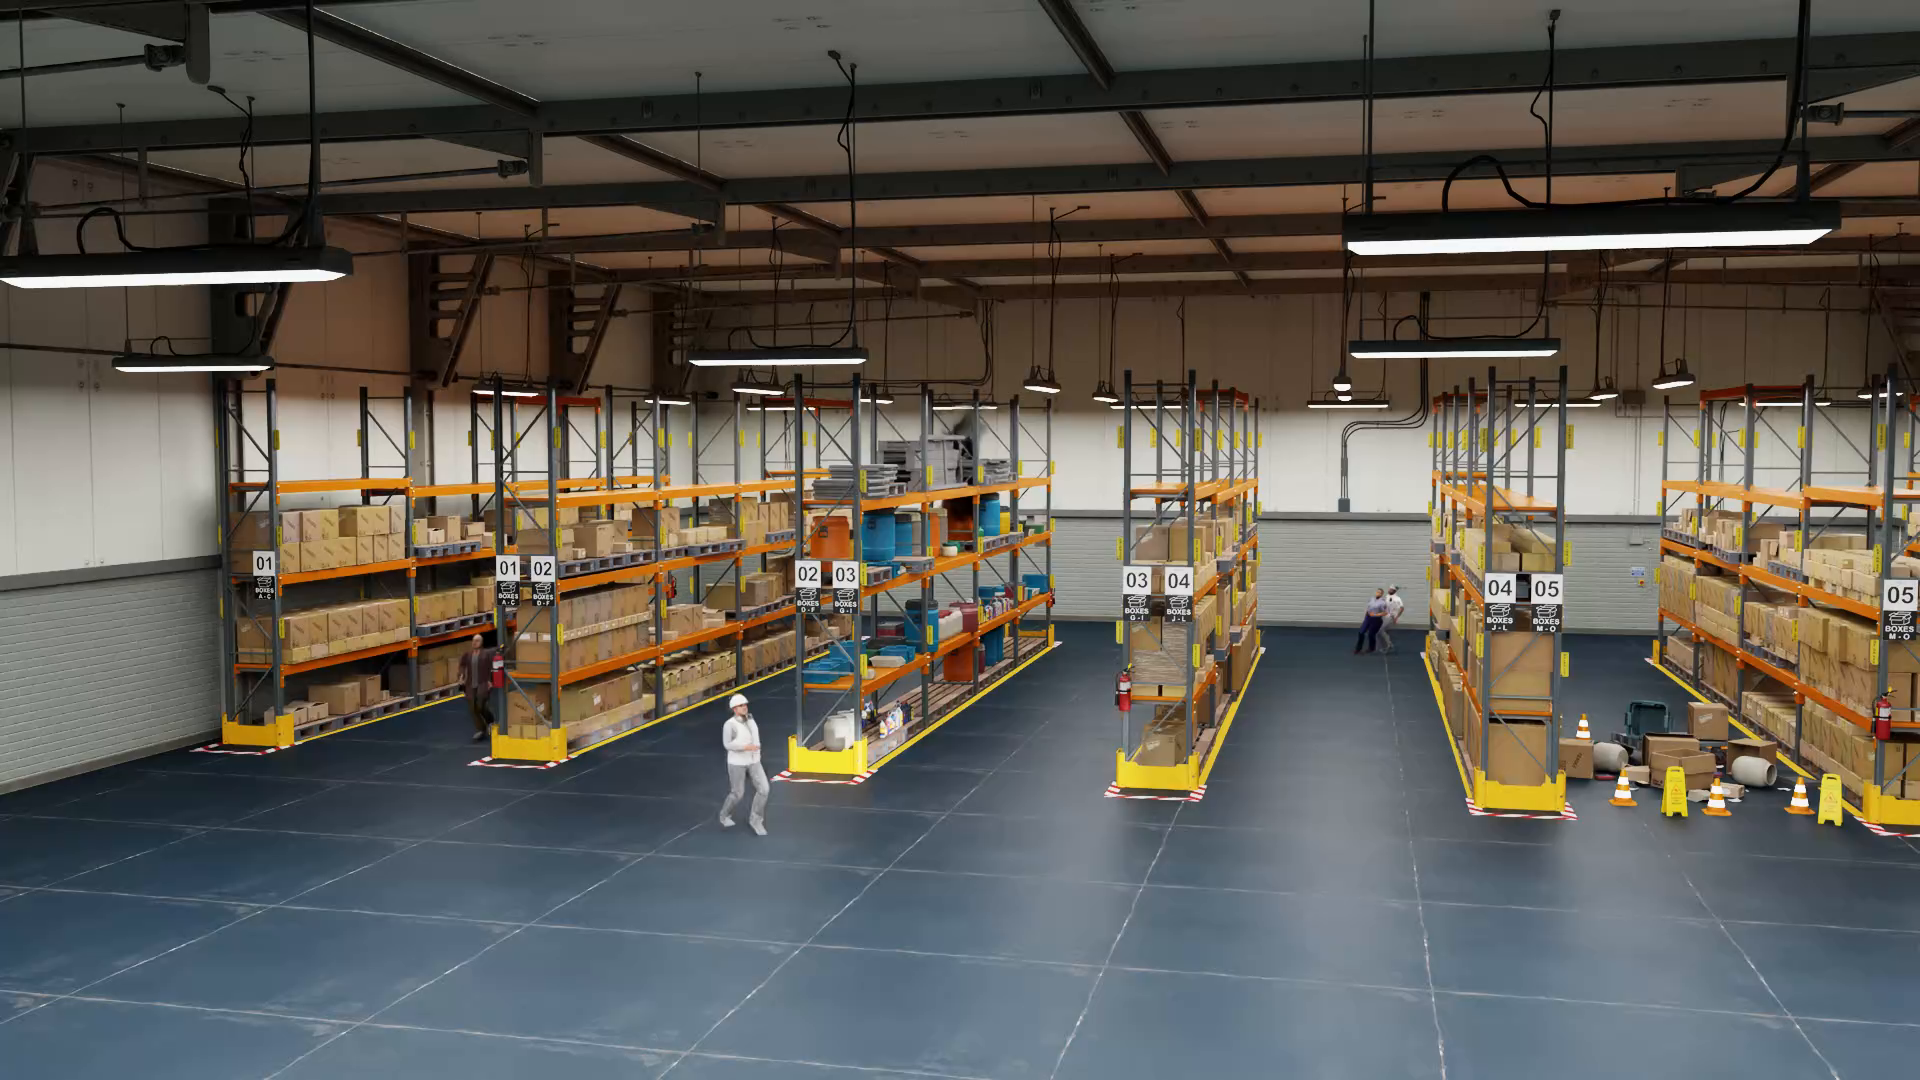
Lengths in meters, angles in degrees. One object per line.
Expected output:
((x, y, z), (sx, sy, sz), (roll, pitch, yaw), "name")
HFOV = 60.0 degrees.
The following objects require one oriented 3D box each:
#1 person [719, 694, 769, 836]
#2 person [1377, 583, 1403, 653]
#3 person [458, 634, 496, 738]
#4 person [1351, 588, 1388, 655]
((-2.762, 2.866, 21.234), (0.755, 1.809, 0.659), (3, 5, 44), "person")
((10.022, 1.847, 39.069), (0.561, 1.665, 0.631), (-1, 4, -15), "person")
((-8.104, 2.455, 27.929), (0.716, 1.743, 0.630), (1, 3, 10), "person")
((9.618, 1.904, 38.806), (0.840, 1.620, 0.597), (3, 5, 44), "person")
